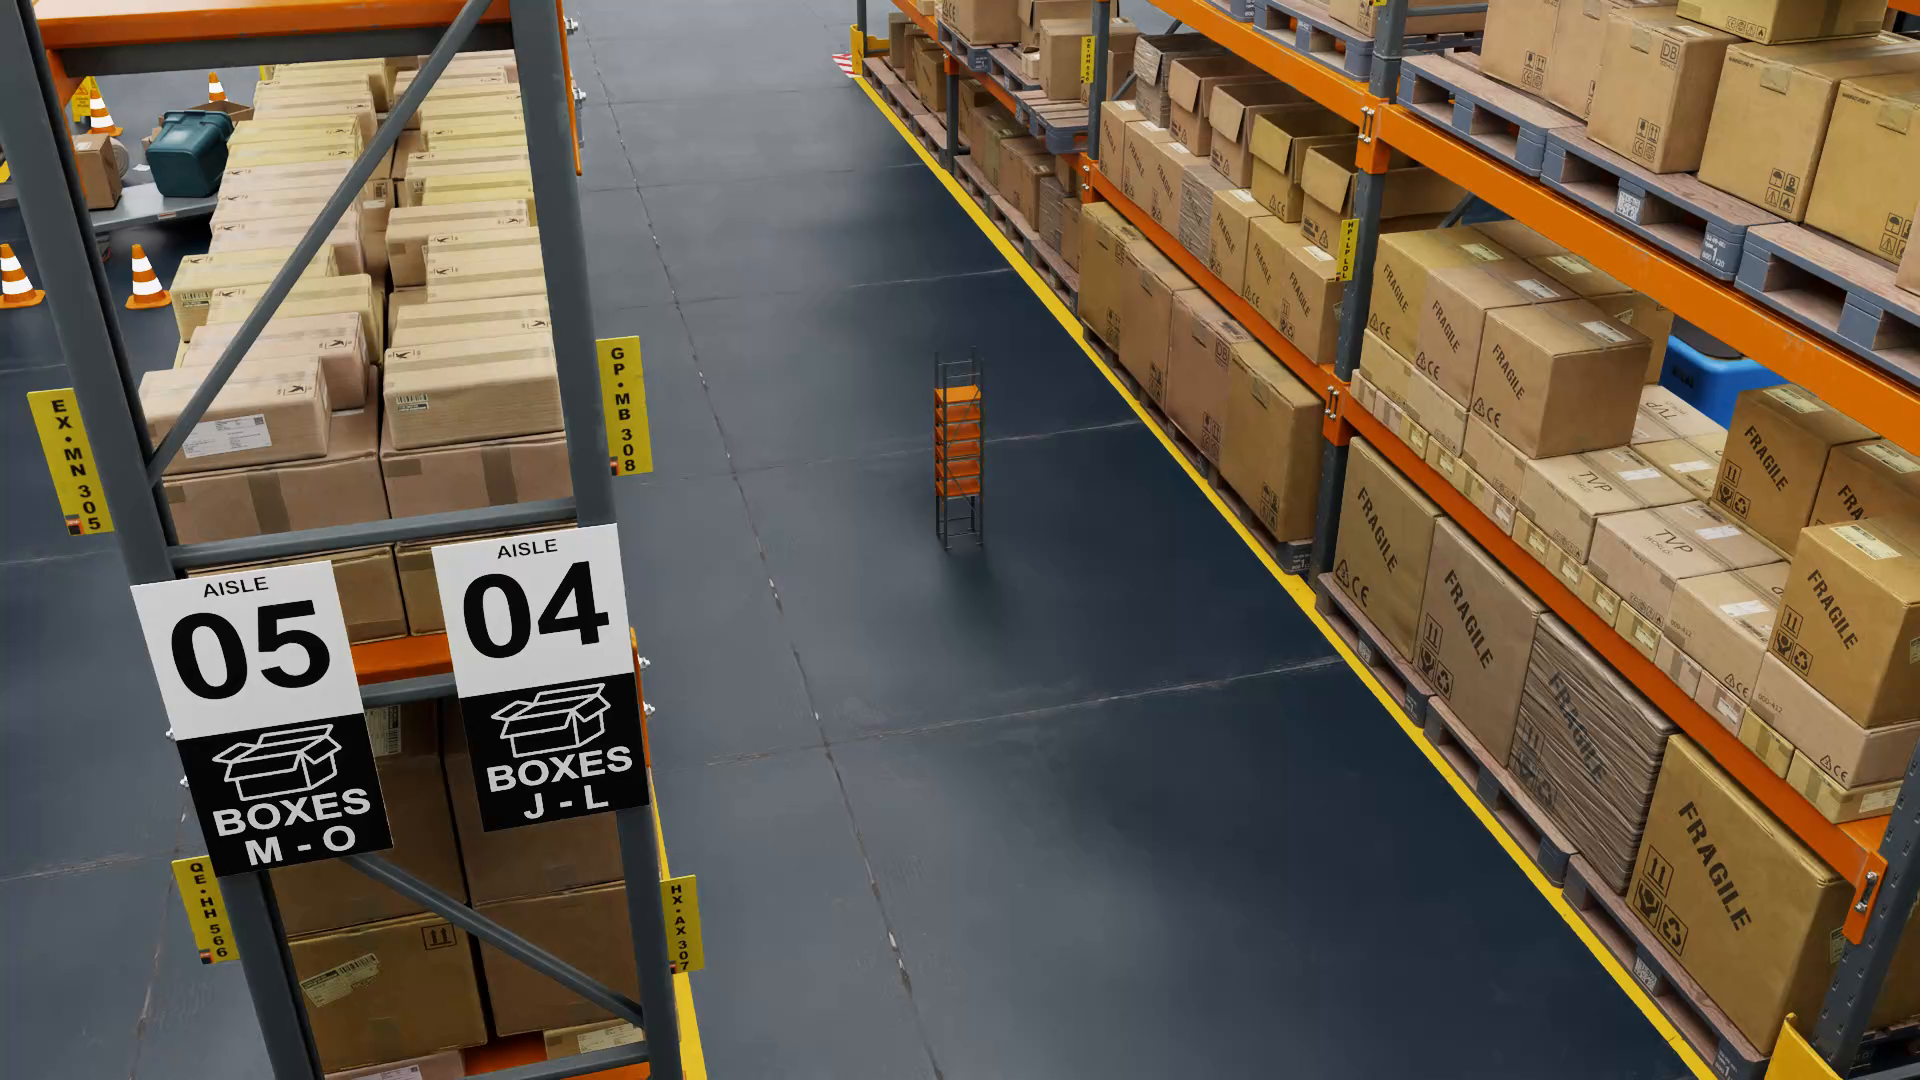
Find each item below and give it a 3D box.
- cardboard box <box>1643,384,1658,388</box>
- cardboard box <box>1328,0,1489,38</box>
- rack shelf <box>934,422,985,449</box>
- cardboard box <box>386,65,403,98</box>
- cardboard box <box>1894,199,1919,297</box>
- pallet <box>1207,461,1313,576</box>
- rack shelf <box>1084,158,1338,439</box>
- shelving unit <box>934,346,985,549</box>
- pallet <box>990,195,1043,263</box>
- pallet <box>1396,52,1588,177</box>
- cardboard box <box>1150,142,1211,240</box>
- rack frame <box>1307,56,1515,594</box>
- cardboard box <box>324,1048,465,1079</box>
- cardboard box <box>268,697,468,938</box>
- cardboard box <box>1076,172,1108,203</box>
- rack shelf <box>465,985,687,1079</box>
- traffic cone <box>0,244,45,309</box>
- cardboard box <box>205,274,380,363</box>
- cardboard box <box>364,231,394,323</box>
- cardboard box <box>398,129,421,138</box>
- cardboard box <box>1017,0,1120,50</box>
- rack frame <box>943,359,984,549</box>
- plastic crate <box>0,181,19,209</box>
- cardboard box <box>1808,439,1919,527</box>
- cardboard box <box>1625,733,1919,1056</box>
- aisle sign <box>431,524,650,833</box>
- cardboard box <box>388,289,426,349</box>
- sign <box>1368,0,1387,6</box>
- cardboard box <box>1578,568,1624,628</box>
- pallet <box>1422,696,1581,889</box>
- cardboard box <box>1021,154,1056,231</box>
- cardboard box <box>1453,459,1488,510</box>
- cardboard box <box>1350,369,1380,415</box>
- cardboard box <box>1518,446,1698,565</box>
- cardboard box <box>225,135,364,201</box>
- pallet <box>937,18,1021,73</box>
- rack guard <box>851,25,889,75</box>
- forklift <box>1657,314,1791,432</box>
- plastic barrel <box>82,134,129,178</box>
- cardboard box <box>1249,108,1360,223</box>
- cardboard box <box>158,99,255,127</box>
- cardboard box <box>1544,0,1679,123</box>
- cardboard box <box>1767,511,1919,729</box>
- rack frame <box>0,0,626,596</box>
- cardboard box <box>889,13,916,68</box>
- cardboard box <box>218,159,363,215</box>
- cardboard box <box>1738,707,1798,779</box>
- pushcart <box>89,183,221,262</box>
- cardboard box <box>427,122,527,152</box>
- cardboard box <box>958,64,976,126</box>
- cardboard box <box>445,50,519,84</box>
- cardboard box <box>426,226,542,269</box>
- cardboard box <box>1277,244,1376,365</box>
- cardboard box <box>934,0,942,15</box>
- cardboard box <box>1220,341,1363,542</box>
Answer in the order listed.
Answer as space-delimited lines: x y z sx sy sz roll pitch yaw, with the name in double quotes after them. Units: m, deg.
3.001 -0.717 8.079 0.500 0.250 0.500 -7 31 -12 "cardboard box"
2.328 -2.884 8.455 0.700 0.500 0.500 -7 31 -12 "cardboard box"
-0.004 -0.592 9.655 0.258 0.103 0.180 -8 31 -13 "rack shelf"
-2.421 -1.656 6.504 0.500 0.250 0.500 -7 31 -12 "cardboard box"
3.363 -0.960 5.032 0.700 0.500 0.500 -10 31 -16 "cardboard box"
2.214 -0.237 10.180 1.003 0.211 1.213 -8 31 -13 "pallet"
1.960 -1.736 10.704 1.077 0.370 4.000 -8 31 -13 "rack shelf"
-0.004 -0.526 9.693 0.258 1.200 0.189 -8 31 -13 "shelving unit"
0.903 -2.772 14.560 1.003 0.211 1.213 -8 31 -13 "pallet"
2.698 -1.945 7.441 1.003 0.211 1.213 -8 31 -13 "pallet"
1.575 -2.290 10.843 0.500 0.500 0.500 -8 31 -14 "cardboard box"
2.491 -1.082 8.855 1.000 3.000 0.127 -8 31 -13 "rack frame"
-1.615 1.450 4.733 0.380 0.149 0.250 -8 31 -13 "cardboard box"
-1.617 0.668 4.437 0.500 0.500 0.500 -8 31 -14 "cardboard box"
1.223 -2.766 13.073 0.500 0.250 0.500 -7 31 -11 "cardboard box"
-1.787 0.806 6.312 1.077 0.370 4.000 -8 31 -13 "rack shelf"
-7.508 -2.117 13.177 0.336 0.463 0.334 -8 31 -13 "traffic cone"
-1.668 -0.539 4.176 0.380 0.149 0.250 -9 31 -15 "cardboard box"
-1.894 -0.672 4.804 0.500 0.250 0.500 -7 31 -13 "cardboard box"
-1.823 -1.479 6.198 0.500 0.250 0.500 -9 31 -15 "cardboard box"
0.917 -4.347 13.974 0.797 0.503 0.637 -5 30 -8 "cardboard box"
0.020 -0.482 9.616 0.240 1.200 0.006 -8 31 -13 "rack frame"
-8.813 -3.231 15.484 0.402 0.080 0.583 -20 35 -30 "plastic crate"
3.553 -0.047 6.173 0.500 0.500 0.500 -9 31 -14 "cardboard box"
3.306 1.290 6.460 0.875 0.875 0.875 -8 31 -13 "cardboard box"
-0.948 0.331 3.819 0.394 0.787 0.004 -8 31 -13 "aisle sign"
-1.262 -0.487 4.485 0.500 0.250 0.500 -8 31 -14 "cardboard box"
1.971 -2.663 7.763 0.100 0.325 0.005 -8 31 -13 "sign"
2.799 0.213 6.870 0.380 0.149 0.250 -8 31 -13 "cardboard box"
2.945 1.093 7.881 1.003 0.211 1.213 -8 31 -13 "pallet"
0.916 -2.982 14.195 0.700 0.500 0.500 -5 30 -9 "cardboard box"
2.529 -0.281 7.724 0.380 0.149 0.250 -8 31 -14 "cardboard box"
2.249 -0.786 8.595 0.380 0.149 0.250 -8 31 -13 "cardboard box"
2.757 -0.154 7.106 0.500 0.250 0.500 -8 31 -13 "cardboard box"
-2.089 -1.155 5.240 0.380 0.149 0.250 -9 31 -15 "cardboard box"
0.430 -4.474 14.908 1.003 0.211 1.213 -8 31 -13 "pallet"
-0.674 -5.759 19.431 1.175 0.500 0.348 -8 31 -13 "rack guard"
4.484 -2.120 10.718 1.130 2.935 3.031 -6 31 -11 "forklift"
-8.241 -3.648 15.862 0.512 0.421 0.421 13 32 21 "plastic barrel"
2.143 -2.199 9.685 0.797 0.503 0.637 -8 31 -13 "cardboard box"
-7.341 -3.967 16.333 0.637 0.503 0.797 19 35 29 "cardboard box"
2.895 -2.018 6.860 0.700 0.500 0.500 -6 31 -11 "cardboard box"
3.170 0.262 5.639 0.500 0.500 0.500 -7 31 -13 "cardboard box"
-1.256 -1.135 2.960 1.000 3.000 0.127 -8 31 -13 "rack frame"
-0.544 -5.673 18.865 0.500 0.500 0.500 -2 30 -4 "cardboard box"
-2.015 -1.029 5.023 0.380 0.149 0.250 -9 31 -15 "cardboard box"
3.070 0.706 6.019 0.380 0.149 0.250 -8 31 -13 "cardboard box"
-7.002 -2.820 14.477 1.648 0.377 0.936 -20 35 -30 "pushcart"
-1.516 -1.237 5.383 0.380 0.149 0.250 -8 31 -14 "cardboard box"
0.141 -4.519 16.871 0.500 0.500 0.500 2 30 3 "cardboard box"
-1.786 -1.740 6.251 0.380 0.149 0.250 -8 31 -13 "cardboard box"
-1.238 -0.732 4.509 0.380 0.149 0.250 -7 31 -13 "cardboard box"
2.104 -1.314 9.158 0.500 0.500 0.500 -8 31 -13 "cardboard box"
-0.038 -5.152 16.139 0.380 0.149 0.250 -8 31 -13 "cardboard box"
2.302 -0.650 9.812 1.225 0.875 0.875 -8 31 -13 "cardboard box"
